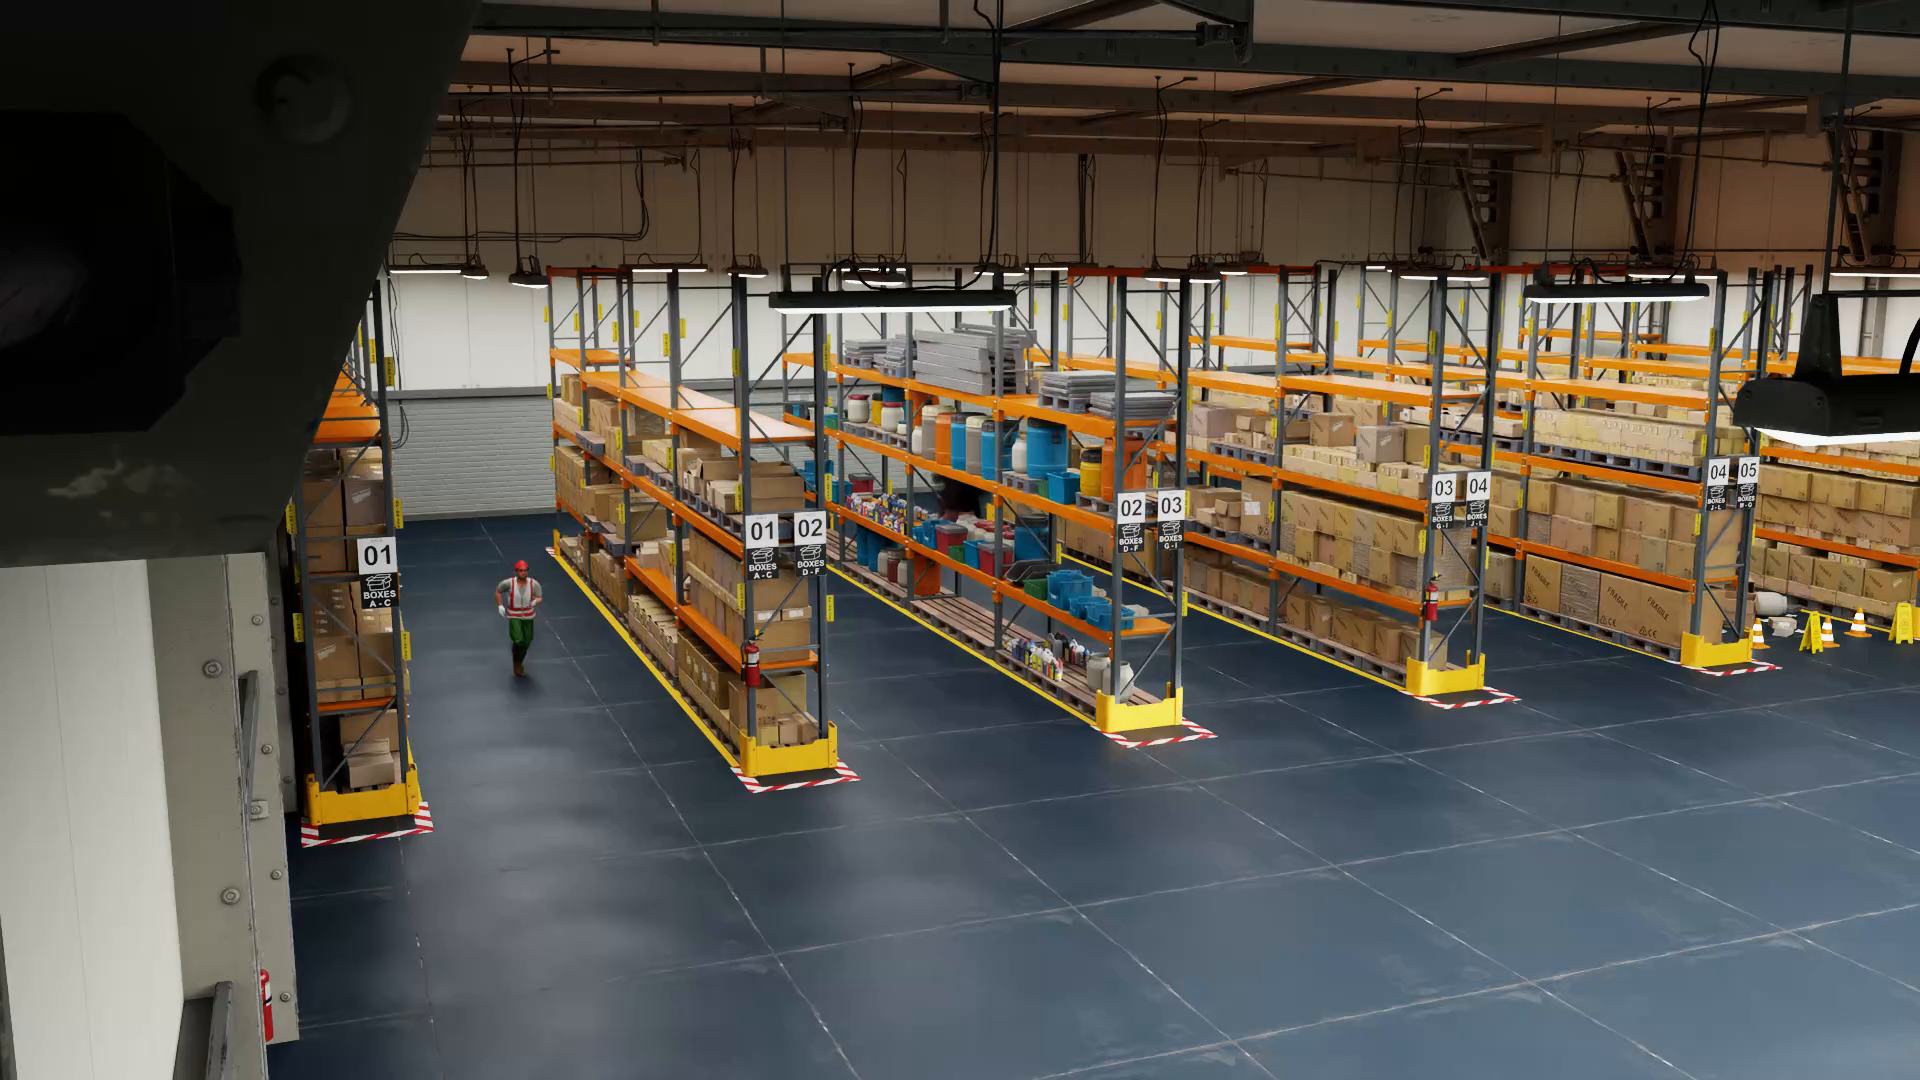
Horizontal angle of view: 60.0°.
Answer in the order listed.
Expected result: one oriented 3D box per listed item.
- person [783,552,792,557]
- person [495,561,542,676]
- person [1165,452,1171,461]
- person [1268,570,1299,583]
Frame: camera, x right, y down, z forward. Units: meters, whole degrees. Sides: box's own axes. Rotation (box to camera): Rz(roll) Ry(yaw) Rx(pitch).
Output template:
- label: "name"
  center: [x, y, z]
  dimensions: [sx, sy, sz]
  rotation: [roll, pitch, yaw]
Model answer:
- label: "person"
  center: [-3.308, -0.060, 30.915]
  dimensions: [0.541, 1.548, 0.489]
  rotation: [-5, 11, -25]
- label: "person"
  center: [-6.545, 1.170, 24.816]
  dimensions: [0.647, 1.751, 0.735]
  rotation: [-5, 11, -28]
- label: "person"
  center: [4.822, -1.549, 41.003]
  dimensions: [0.548, 1.606, 0.737]
  rotation: [-7, 12, -33]
- label: "person"
  center: [6.160, 0.085, 31.302]
  dimensions: [0.607, 1.736, 0.882]
  rotation: [-4, 11, -24]
